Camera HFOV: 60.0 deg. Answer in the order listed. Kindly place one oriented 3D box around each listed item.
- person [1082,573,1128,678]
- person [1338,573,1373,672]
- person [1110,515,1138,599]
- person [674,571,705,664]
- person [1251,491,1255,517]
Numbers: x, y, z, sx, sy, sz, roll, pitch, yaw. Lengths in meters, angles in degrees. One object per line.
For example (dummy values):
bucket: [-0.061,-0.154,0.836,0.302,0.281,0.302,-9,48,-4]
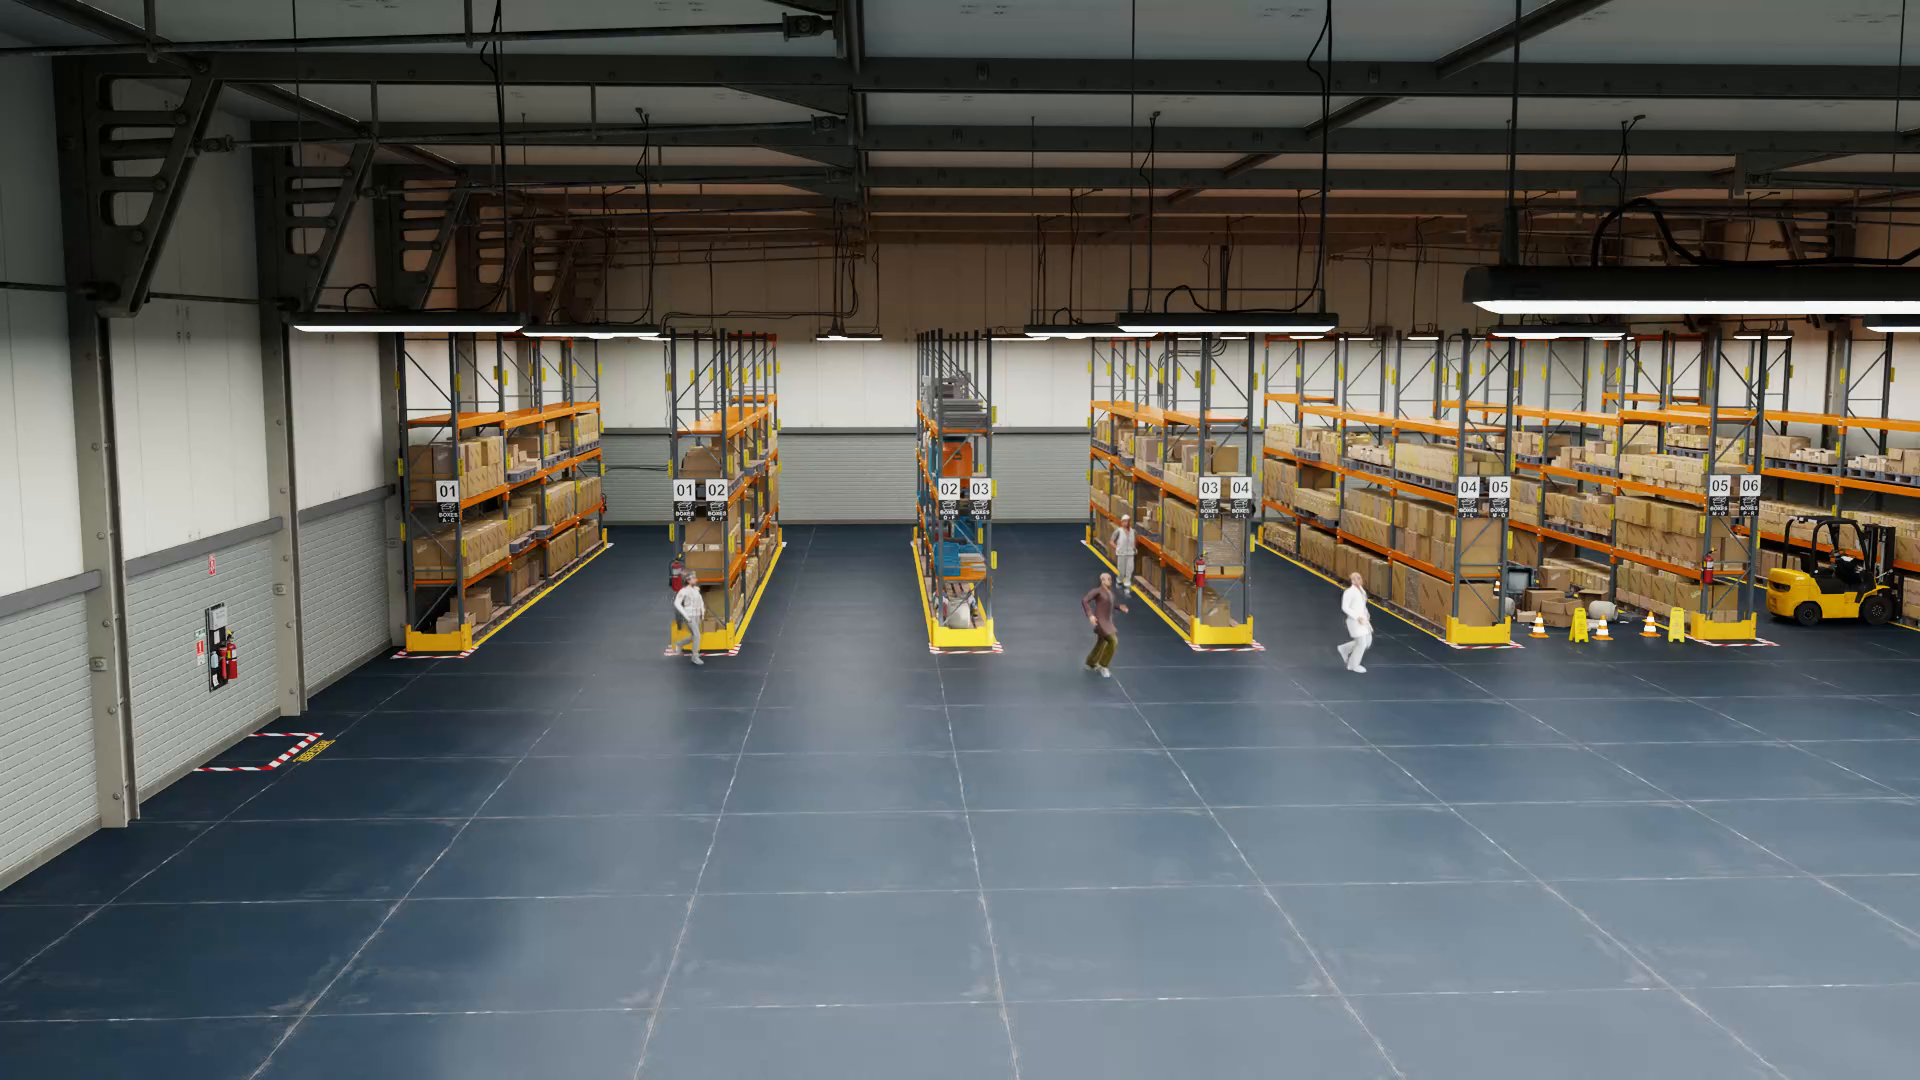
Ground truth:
person: [2.510,1.474,28.779,0.808,1.823,0.693,4,8,29]
person: [6.924,1.432,29.195,0.605,1.745,0.710,5,8,36]
person: [3.554,0.348,35.628,0.667,1.780,0.787,-2,7,-13]
person: [-4.851,1.383,30.006,0.652,1.672,0.643,4,8,32]
person: [8.390,-0.860,48.975,0.588,1.643,0.900,-2,7,-16]
